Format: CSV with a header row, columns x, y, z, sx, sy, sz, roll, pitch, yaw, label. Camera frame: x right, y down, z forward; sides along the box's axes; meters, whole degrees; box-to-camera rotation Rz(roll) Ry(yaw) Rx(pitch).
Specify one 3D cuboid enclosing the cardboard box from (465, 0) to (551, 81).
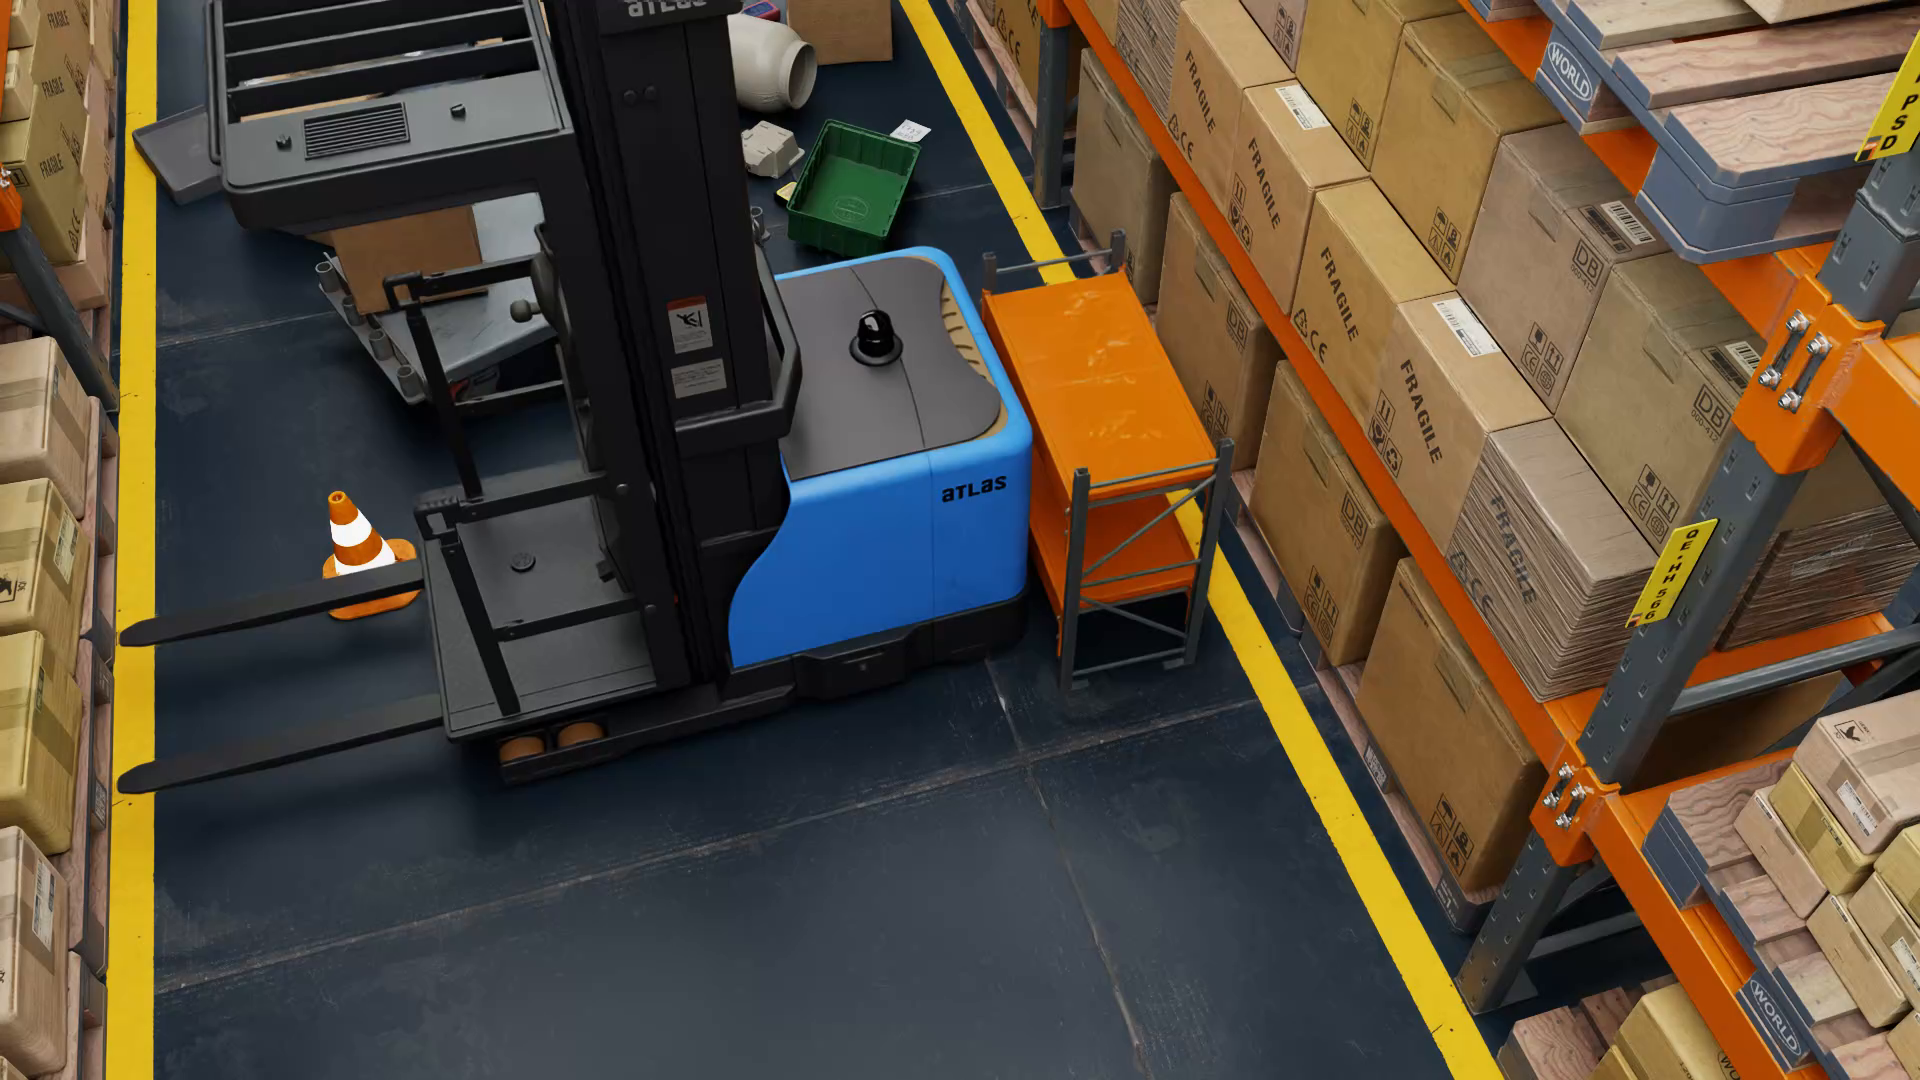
x,y,z,sx,sy,sz,roll,pitch,yaw,label
-1.832,-2.178,7.668,0.797,0.637,0.503,-13,51,-11,cardboard box

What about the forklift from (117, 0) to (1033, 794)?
x,y,z,sx,sy,sz,roll,pitch,yaw,label
-1.332,-0.590,4.830,3.031,2.935,1.130,-14,51,-11,forklift

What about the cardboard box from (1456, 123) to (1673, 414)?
x,y,z,sx,sy,sz,roll,pitch,yaw,label
1.736,-0.735,4.188,0.700,0.500,0.500,-14,51,-12,cardboard box

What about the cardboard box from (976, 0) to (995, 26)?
x,y,z,sx,sy,sz,roll,pitch,yaw,label
0.438,-3.186,8.089,0.875,0.875,0.875,-13,51,-11,cardboard box

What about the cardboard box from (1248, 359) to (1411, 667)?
x,y,z,sx,sy,sz,roll,pitch,yaw,label
1.655,-0.194,5.648,1.050,0.750,0.750,-13,51,-10,cardboard box

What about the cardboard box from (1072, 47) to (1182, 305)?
x,y,z,sx,sy,sz,roll,pitch,yaw,label
1.097,-1.580,6.816,1.050,0.750,0.750,-14,51,-11,cardboard box

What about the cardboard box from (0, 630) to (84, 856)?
x,y,z,sx,sy,sz,roll,pitch,yaw,label
-3.291,0.717,5.128,0.950,0.372,0.625,-12,51,-10,cardboard box

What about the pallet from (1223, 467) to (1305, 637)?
x,y,z,sx,sy,sz,roll,pitch,yaw,label
1.492,-0.264,6.335,1.003,0.211,1.213,-13,51,-11,pallet

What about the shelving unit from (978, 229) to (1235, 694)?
x,y,z,sx,sy,sz,roll,pitch,yaw,label
0.452,-0.263,5.736,0.538,1.125,1.048,-12,51,-10,shelving unit

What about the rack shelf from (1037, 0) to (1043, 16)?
x,y,z,sx,sy,sz,roll,pitch,yaw,label
0.236,-3.831,7.988,1.077,0.370,4.000,-13,51,-11,rack shelf

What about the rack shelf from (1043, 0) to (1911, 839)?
x,y,z,sx,sy,sz,roll,pitch,yaw,label
1.419,-0.910,5.526,1.077,0.370,4.000,-13,51,-11,rack shelf

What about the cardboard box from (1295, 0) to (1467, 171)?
x,y,z,sx,sy,sz,roll,pitch,yaw,label
1.431,-1.482,4.818,0.700,0.500,0.500,-14,51,-11,cardboard box

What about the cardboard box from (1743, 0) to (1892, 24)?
x,y,z,sx,sy,sz,roll,pitch,yaw,label
1.623,-1.128,3.090,0.380,0.166,0.250,-13,51,-11,cardboard box

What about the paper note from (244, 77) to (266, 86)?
x,y,z,sx,sy,sz,roll,pitch,yaw,label
-3.405,-2.235,8.114,0.142,0.019,0.148,-30,56,-23,paper note

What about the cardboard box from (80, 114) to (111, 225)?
x,y,z,sx,sy,sz,roll,pitch,yaw,label
-3.956,-1.538,7.108,0.500,0.250,0.500,-11,51,-9,cardboard box

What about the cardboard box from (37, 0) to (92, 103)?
x,y,z,sx,sy,sz,roll,pitch,yaw,label
-4.109,-2.159,7.142,0.500,0.500,0.500,-11,51,-9,cardboard box

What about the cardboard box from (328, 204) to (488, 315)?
x,y,z,sx,sy,sz,roll,pitch,yaw,label
-2.180,-1.272,6.500,0.500,0.500,0.500,-13,51,-11,cardboard box

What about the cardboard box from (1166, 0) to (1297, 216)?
x,y,z,sx,sy,sz,roll,pitch,yaw,label
1.021,-1.455,5.450,0.500,0.500,0.500,-14,51,-11,cardboard box

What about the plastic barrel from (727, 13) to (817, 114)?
x,y,z,sx,sy,sz,roll,pitch,yaw,label
-0.973,-2.254,7.873,0.512,0.421,0.421,18,52,14,plastic barrel

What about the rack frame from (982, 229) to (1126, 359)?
x,y,z,sx,sy,sz,roll,pitch,yaw,label
0.319,-0.638,6.052,0.500,1.125,0.032,-12,51,-10,rack frame

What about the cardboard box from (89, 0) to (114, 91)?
x,y,z,sx,sy,sz,roll,pitch,yaw,label
-4.252,-2.289,7.742,0.500,0.250,0.500,-15,51,-12,cardboard box

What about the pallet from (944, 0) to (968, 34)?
x,y,z,sx,sy,sz,roll,pitch,yaw,label
0.313,-3.169,8.784,1.003,0.211,1.213,-13,51,-11,pallet

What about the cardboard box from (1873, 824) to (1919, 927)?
x,y,z,sx,sy,sz,roll,pitch,yaw,label
2.044,0.650,3.241,0.380,0.149,0.250,-15,51,-12,cardboard box

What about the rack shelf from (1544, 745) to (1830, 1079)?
x,y,z,sx,sy,sz,roll,pitch,yaw,label
2.602,2.012,3.063,1.077,0.370,4.000,-13,51,-11,rack shelf

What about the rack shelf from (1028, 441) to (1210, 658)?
x,y,z,sx,sy,sz,roll,pitch,yaw,label
0.452,-0.105,5.923,0.538,0.278,1.000,-12,51,-10,rack shelf

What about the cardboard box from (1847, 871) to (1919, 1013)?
x,y,z,sx,sy,sz,roll,pitch,yaw,label
2.044,0.765,3.338,0.380,0.149,0.250,-11,51,-9,cardboard box

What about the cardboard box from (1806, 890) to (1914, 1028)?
x,y,z,sx,sy,sz,roll,pitch,yaw,label
2.029,0.833,3.475,0.380,0.149,0.250,-11,51,-9,cardboard box

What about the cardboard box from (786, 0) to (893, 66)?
x,y,z,sx,sy,sz,roll,pitch,yaw,label
-0.612,-2.699,8.197,0.500,0.500,0.500,-6,50,-5,cardboard box

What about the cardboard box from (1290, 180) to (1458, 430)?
x,y,z,sx,sy,sz,roll,pitch,yaw,label
1.327,-0.711,4.822,0.500,0.500,0.500,-14,51,-12,cardboard box

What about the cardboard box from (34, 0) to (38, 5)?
x,y,z,sx,sy,sz,roll,pitch,yaw,label
-4.003,-2.277,6.817,0.380,0.149,0.250,-11,51,-9,cardboard box

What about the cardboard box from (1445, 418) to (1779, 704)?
x,y,z,sx,sy,sz,roll,pitch,yaw,label
1.621,0.019,4.207,0.500,0.500,0.500,-13,51,-11,cardboard box

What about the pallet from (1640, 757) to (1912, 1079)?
x,y,z,sx,sy,sz,roll,pitch,yaw,label
2.323,0.877,3.674,1.213,0.211,1.003,-13,51,-11,pallet

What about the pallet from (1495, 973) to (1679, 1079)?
x,y,z,sx,sy,sz,roll,pitch,yaw,label
2.240,1.789,4.604,1.003,0.211,1.213,-13,51,-11,pallet

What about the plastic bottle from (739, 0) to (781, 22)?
x,y,z,sx,sy,sz,roll,pitch,yaw,label
-1.064,-2.648,8.443,0.283,0.061,0.133,-30,56,-23,plastic bottle

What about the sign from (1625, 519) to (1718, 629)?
x,y,z,sx,sy,sz,roll,pitch,yaw,label
1.481,0.074,3.469,0.100,0.325,0.005,-13,51,-11,sign

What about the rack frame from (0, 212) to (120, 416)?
x,y,z,sx,sy,sz,roll,pitch,yaw,label
-3.871,-1.409,5.476,1.000,3.000,0.127,-13,51,-11,rack frame

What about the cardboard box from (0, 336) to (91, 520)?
x,y,z,sx,sy,sz,roll,pitch,yaw,label
-3.714,-0.315,5.998,0.950,0.372,0.625,-13,51,-11,cardboard box

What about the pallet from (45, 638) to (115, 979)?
x,y,z,sx,sy,sz,roll,pitch,yaw,label
-3.275,0.950,5.311,1.003,0.211,1.213,-13,51,-11,pallet

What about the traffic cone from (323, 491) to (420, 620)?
x,y,z,sx,sy,sz,roll,pitch,yaw,label
-2.167,-0.003,5.949,0.336,0.463,0.334,-13,51,-11,traffic cone

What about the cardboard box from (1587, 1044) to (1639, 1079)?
x,y,z,sx,sy,sz,roll,pitch,yaw,label
1.976,1.564,4.330,0.500,0.500,0.500,-15,52,-13,cardboard box

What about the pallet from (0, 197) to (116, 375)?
x,y,z,sx,sy,sz,roll,pitch,yaw,label
-4.104,-0.993,6.949,1.003,0.211,1.213,-13,51,-11,pallet

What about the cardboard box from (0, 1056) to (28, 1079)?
x,y,z,sx,sy,sz,roll,pitch,yaw,label
-2.846,1.809,4.207,0.950,0.372,0.625,-16,52,-13,cardboard box

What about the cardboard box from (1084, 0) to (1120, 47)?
x,y,z,sx,sy,sz,roll,pitch,yaw,label
0.726,-2.190,6.069,0.500,0.500,0.500,-13,51,-11,cardboard box

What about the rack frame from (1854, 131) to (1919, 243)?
x,y,z,sx,sy,sz,roll,pitch,yaw,label
2.011,-1.615,1.725,1.000,3.000,0.127,-13,51,-11,rack frame

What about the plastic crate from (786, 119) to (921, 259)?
x,y,z,sx,sy,sz,roll,pitch,yaw,label
-0.475,-1.545,7.392,0.450,0.188,0.662,16,51,0,plastic crate

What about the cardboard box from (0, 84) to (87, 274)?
x,y,z,sx,sy,sz,roll,pitch,yaw,label
-3.788,-1.392,6.495,0.500,0.500,0.500,-11,51,-9,cardboard box

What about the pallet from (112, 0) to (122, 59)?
x,y,z,sx,sy,sz,roll,pitch,yaw,label
-4.825,-2.775,8.451,1.003,0.211,1.213,-13,51,-11,pallet

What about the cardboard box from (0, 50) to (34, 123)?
x,y,z,sx,sy,sz,roll,pitch,yaw,label
-3.767,-1.706,6.335,0.380,0.149,0.250,-13,51,-10,cardboard box

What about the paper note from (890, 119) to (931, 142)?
x,y,z,sx,sy,sz,roll,pitch,yaw,label
-0.236,-1.932,7.858,0.142,0.020,0.147,26,55,20,paper note

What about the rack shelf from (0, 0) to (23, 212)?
x,y,z,sx,sy,sz,roll,pitch,yaw,label
-4.463,-2.638,6.983,1.077,0.370,4.000,-13,51,-11,rack shelf
